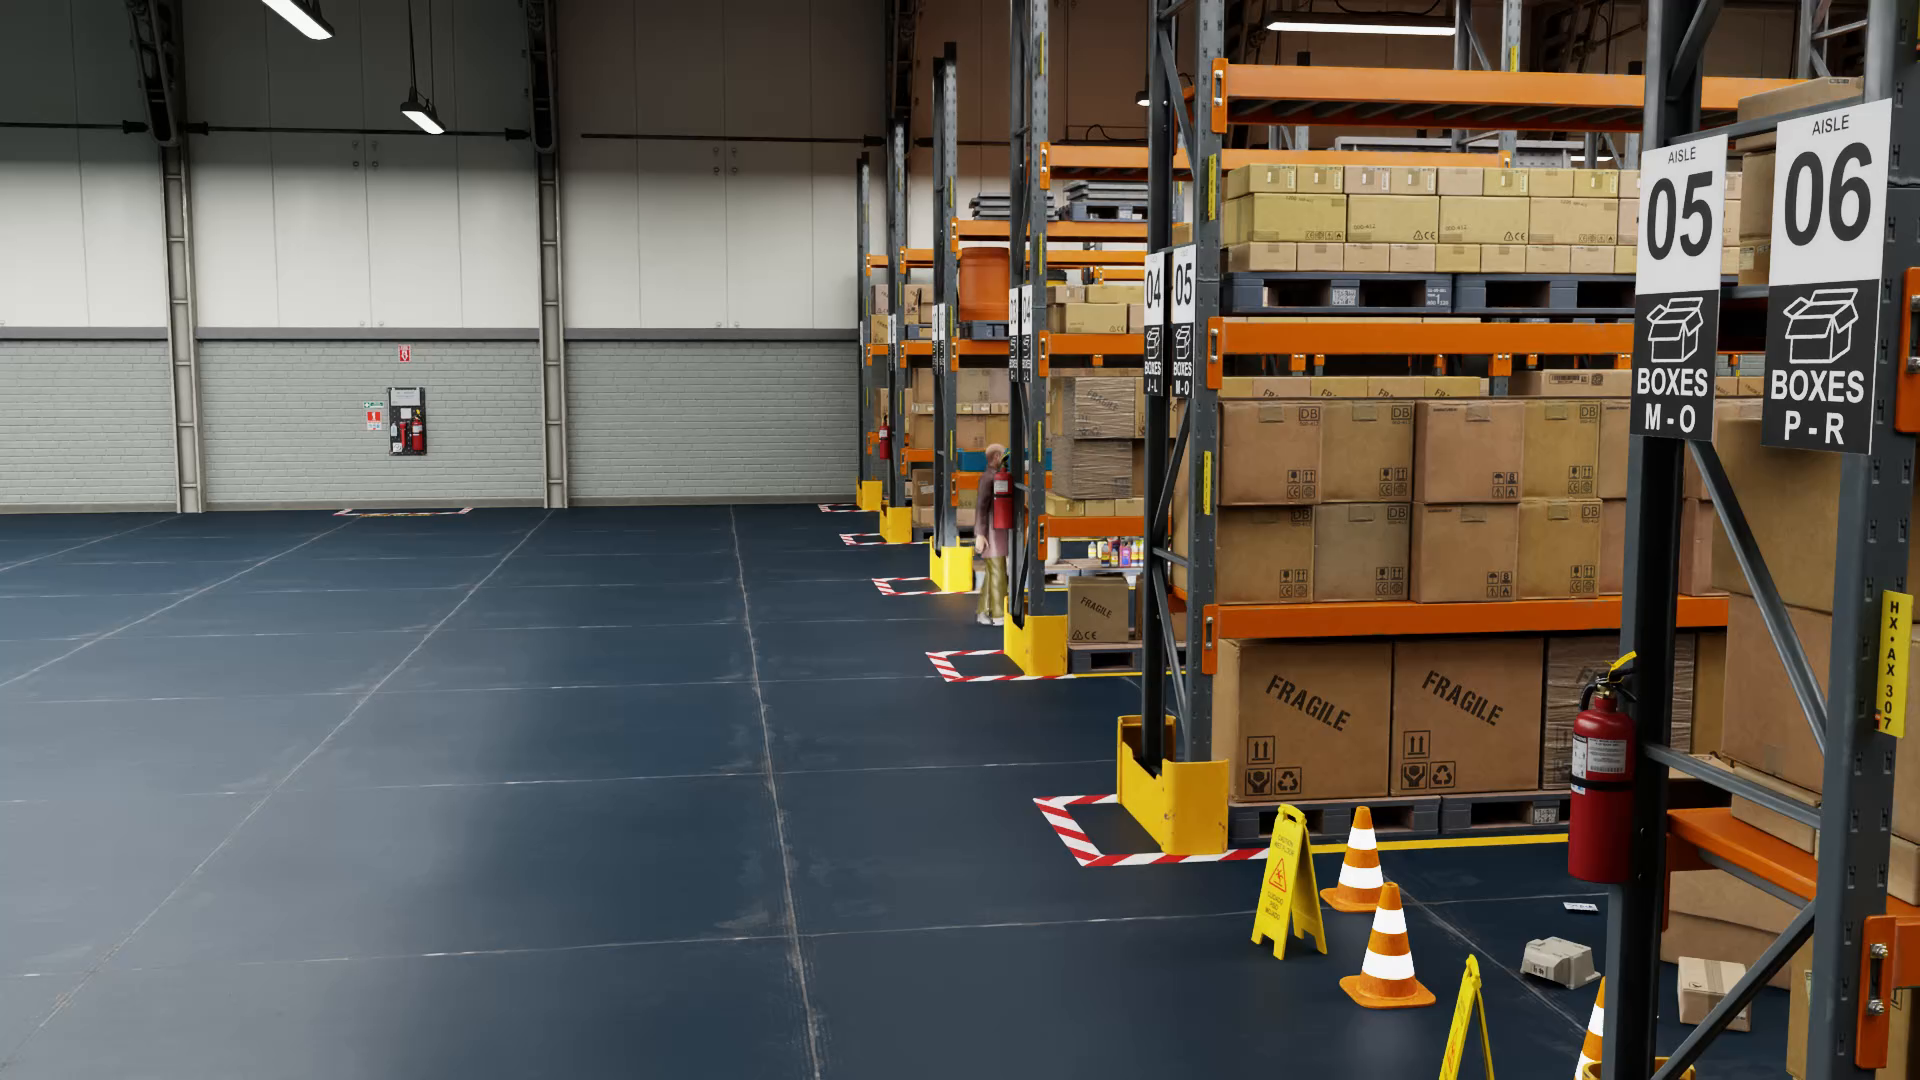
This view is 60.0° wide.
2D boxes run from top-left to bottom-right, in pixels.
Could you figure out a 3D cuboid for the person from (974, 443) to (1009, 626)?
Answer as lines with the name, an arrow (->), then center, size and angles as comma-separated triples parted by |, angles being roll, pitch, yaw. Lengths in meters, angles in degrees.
person -> 0.399, -0.050, 16.219 | 0.550, 1.774, 0.629 | 2, 7, 19
